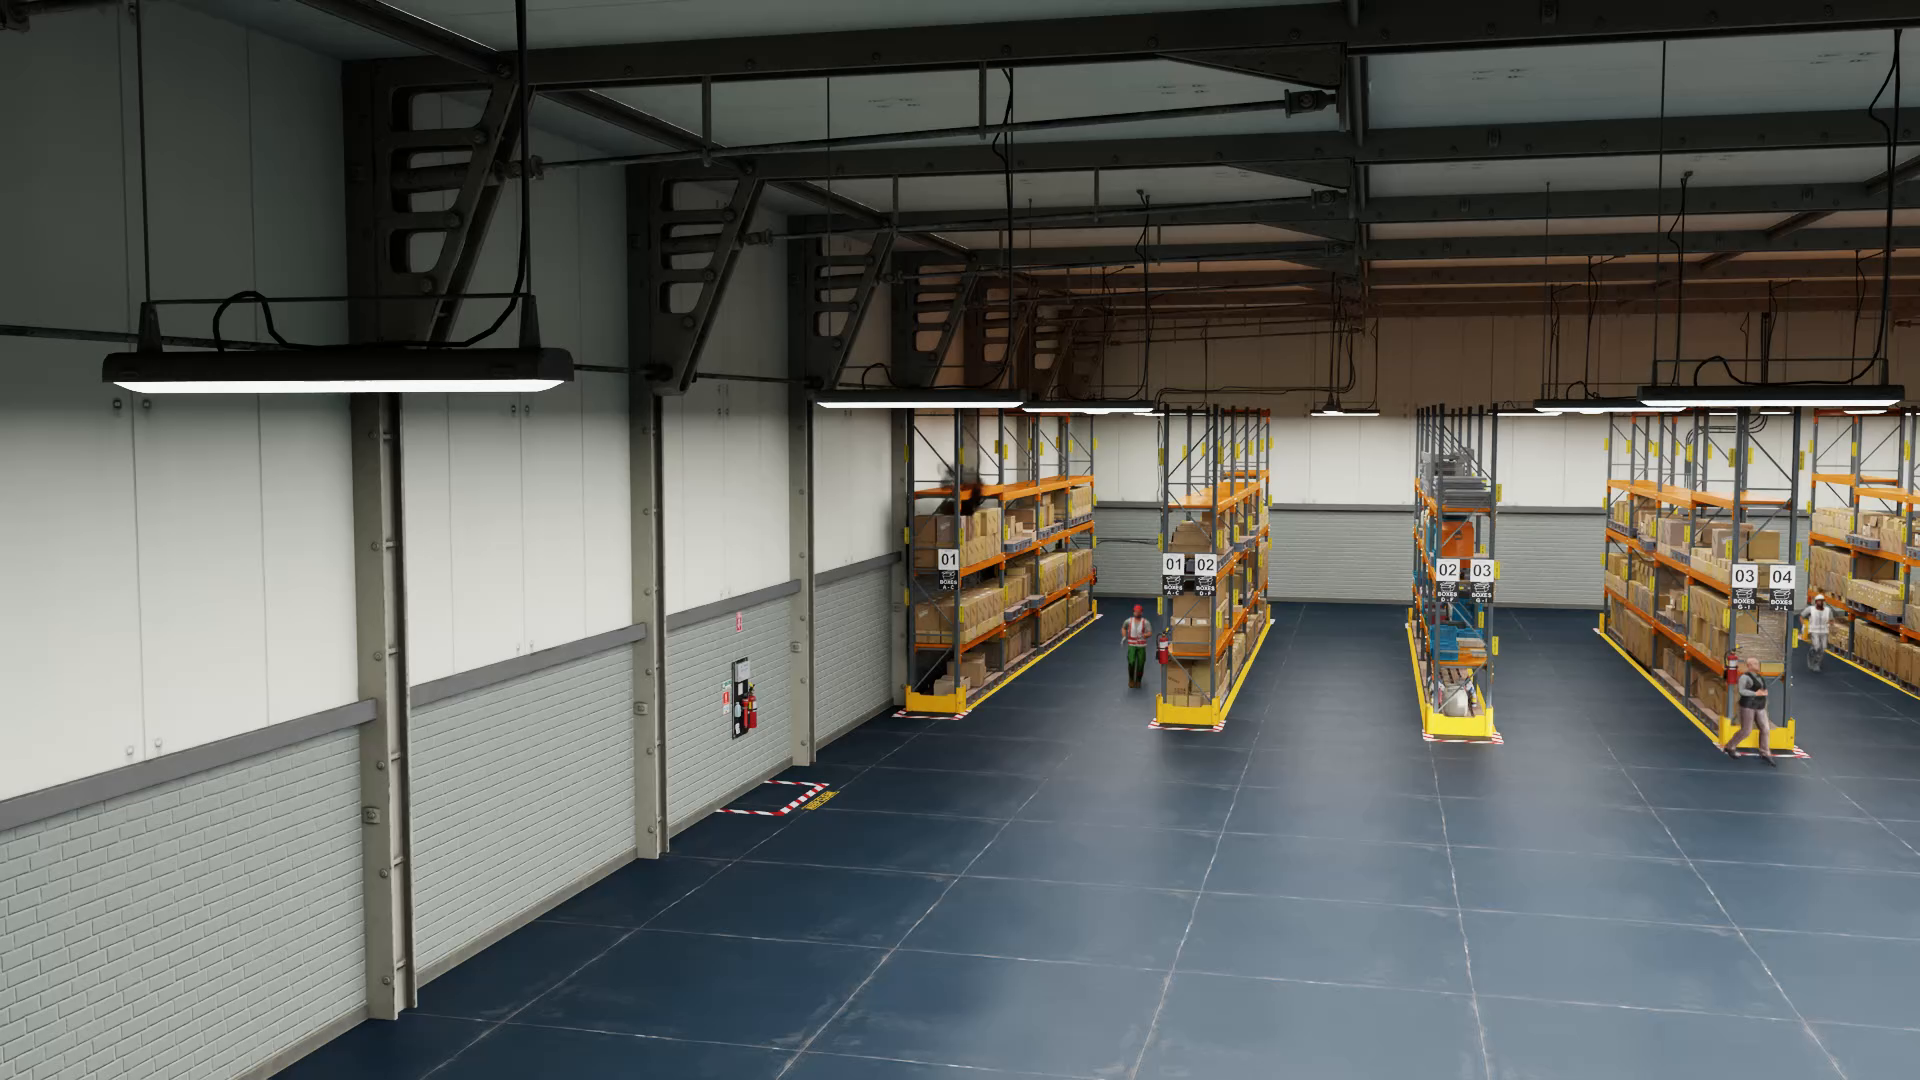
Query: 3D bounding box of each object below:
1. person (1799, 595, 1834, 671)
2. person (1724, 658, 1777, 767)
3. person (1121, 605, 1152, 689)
[{"bbox_3d":[19.374,2.104,37.515,0.673,1.740,0.634,1,4,8],"label":"person"},{"bbox_3d":[13.156,2.842,27.643,0.661,1.770,0.820,-2,5,-30],"label":"person"},{"bbox_3d":[3.739,2.265,35.217,0.641,1.775,0.690,0,4,6],"label":"person"}]
